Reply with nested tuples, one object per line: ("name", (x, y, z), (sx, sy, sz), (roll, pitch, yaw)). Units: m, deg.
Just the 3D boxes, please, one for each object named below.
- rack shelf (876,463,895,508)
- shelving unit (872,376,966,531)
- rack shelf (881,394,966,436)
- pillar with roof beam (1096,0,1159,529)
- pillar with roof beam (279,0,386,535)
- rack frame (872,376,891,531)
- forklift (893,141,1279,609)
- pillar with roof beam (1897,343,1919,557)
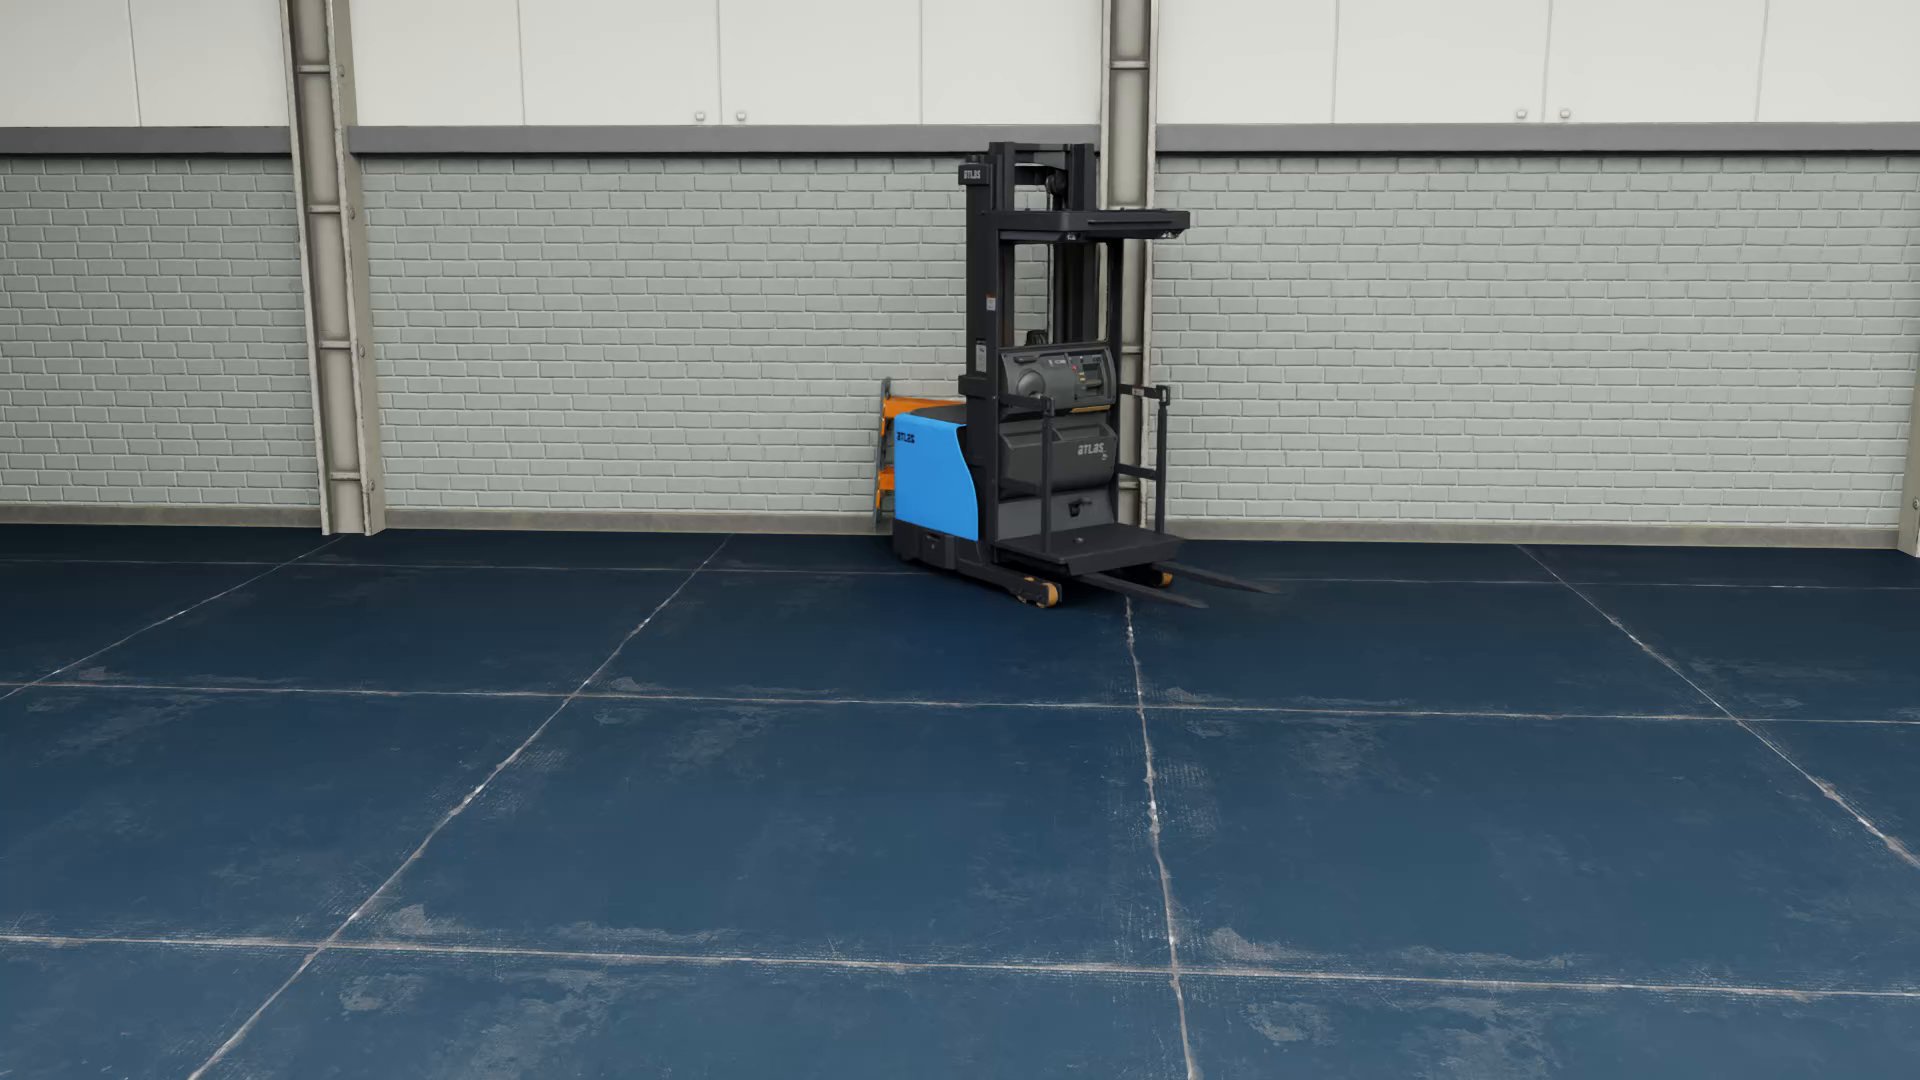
("rack shelf", (-0.105, -0.376, 12.568), (1.000, 0.278, 0.538), (5, 9, 1))
("shelving unit", (-0.087, -0.617, 12.532), (1.048, 1.125, 0.538), (5, 9, 1))
("rack shelf", (-0.065, -0.906, 12.488), (1.000, 0.278, 0.538), (5, 9, 1))
("pillar with roof beam", (0.931, -3.513, 7.583), (0.400, 9.000, 9.100), (1, 12, 4))
("pillar with roof beam", (-5.056, -3.595, 7.975), (0.400, 9.000, 9.100), (1, 12, 4))
("rack frame", (-0.593, -0.657, 12.541), (0.032, 1.125, 0.500), (5, 9, 1))
("forklift", (0.790, -1.109, 10.913), (1.130, 2.935, 3.031), (-9, 15, -35))
("pillar with roof beam", (6.918, -3.431, 7.191), (0.400, 9.000, 9.100), (1, 12, 4))
